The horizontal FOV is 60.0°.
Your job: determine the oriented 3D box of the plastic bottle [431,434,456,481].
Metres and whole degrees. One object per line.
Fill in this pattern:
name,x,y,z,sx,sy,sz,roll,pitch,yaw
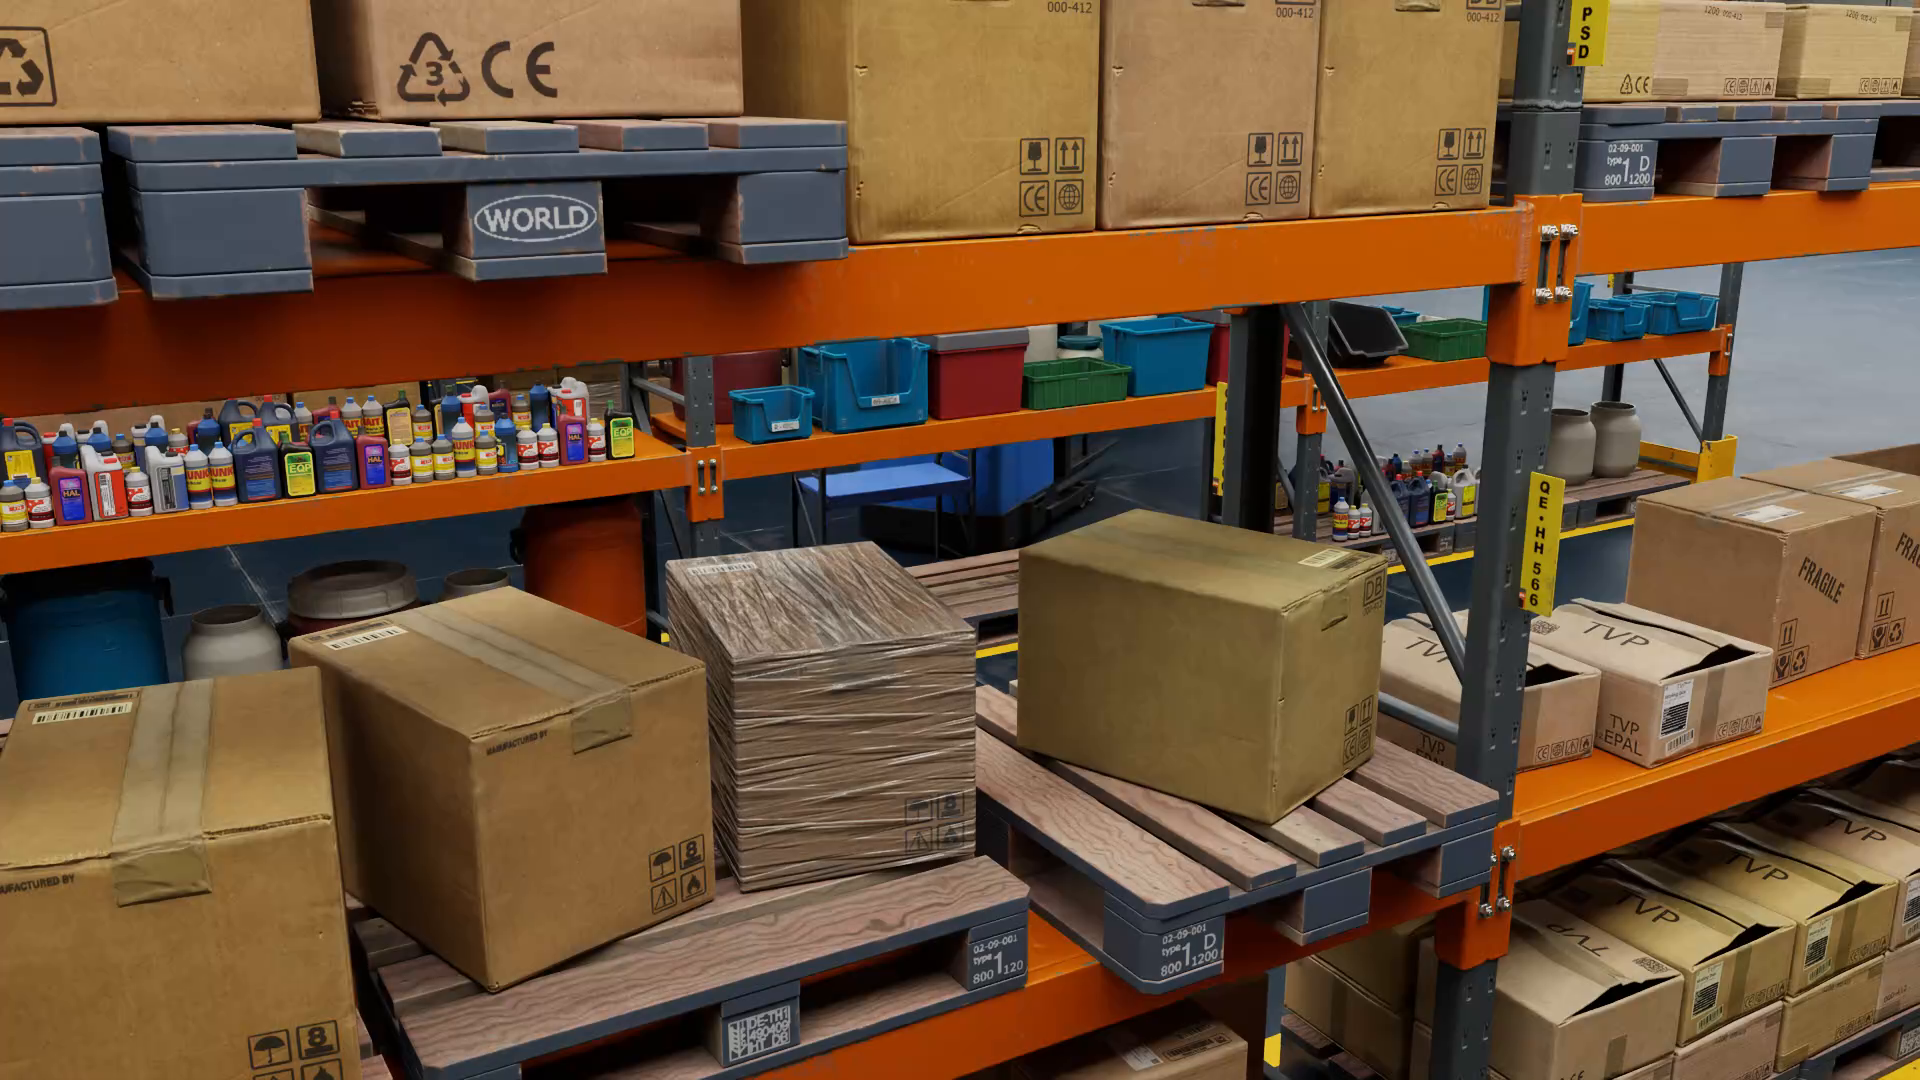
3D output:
plastic bottle,-2.354,-0.379,7.571,0.097,0.201,0.097,0,16,0

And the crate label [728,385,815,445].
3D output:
crate label,-0.950,-0.632,8.417,0.416,0.233,0.303,-9,18,-30

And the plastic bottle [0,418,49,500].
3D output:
plastic bottle,-4.081,-0.357,7.217,0.185,0.351,0.144,-9,18,-30

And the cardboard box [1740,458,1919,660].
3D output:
cardboard box,2.925,0.047,5.498,0.500,0.500,0.500,-9,18,-30

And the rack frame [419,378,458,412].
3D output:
rack frame,-4.055,-1.887,12.583,0.127,3.000,1.000,-9,18,-30

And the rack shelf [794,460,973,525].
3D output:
rack shelf,-0.480,-0.303,10.368,1.000,0.185,0.538,-8,18,-27

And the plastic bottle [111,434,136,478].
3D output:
plastic bottle,-3.815,-0.381,7.579,0.097,0.201,0.097,0,16,0

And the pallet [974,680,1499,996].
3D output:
pallet,0.499,0.609,4.037,1.003,0.211,1.213,-9,18,-30

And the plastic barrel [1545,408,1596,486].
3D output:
plastic barrel,4.399,-0.678,12.103,0.421,0.512,0.421,0,16,0

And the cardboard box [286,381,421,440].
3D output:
cardboard box,-4.657,-0.975,12.488,0.875,0.875,1.225,-10,19,-32

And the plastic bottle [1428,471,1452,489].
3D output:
plastic bottle,3.259,-0.329,11.259,0.135,0.276,0.152,-9,18,-30

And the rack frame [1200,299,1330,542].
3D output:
rack frame,1.925,-1.297,10.479,0.127,3.000,1.000,-9,18,-30

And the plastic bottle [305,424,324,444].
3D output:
plastic bottle,-2.843,-0.378,7.419,0.133,0.283,0.061,-9,18,-30

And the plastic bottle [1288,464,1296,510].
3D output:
plastic bottle,2.328,-0.389,11.334,0.185,0.351,0.144,-10,18,-31

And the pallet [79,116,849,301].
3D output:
pallet,-0.902,-0.611,2.824,1.003,0.211,1.213,-9,18,-30

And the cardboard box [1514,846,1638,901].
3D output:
cardboard box,1.808,1.054,5.370,0.500,0.311,0.500,-10,18,-31

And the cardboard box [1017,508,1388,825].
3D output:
cardboard box,0.562,0.269,3.929,0.700,0.500,0.500,13,20,38

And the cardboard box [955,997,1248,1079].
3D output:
cardboard box,0.317,1.230,3.893,0.500,0.250,0.500,-8,18,-28

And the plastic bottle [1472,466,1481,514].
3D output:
plastic bottle,3.516,-0.361,11.231,0.185,0.351,0.144,-8,18,-27

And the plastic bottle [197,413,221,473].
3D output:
plastic bottle,-3.471,-0.451,7.700,0.097,0.271,0.097,0,16,0

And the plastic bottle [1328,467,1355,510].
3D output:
plastic bottle,2.591,-0.349,11.330,0.135,0.276,0.152,-9,18,-30

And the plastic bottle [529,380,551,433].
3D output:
plastic bottle,-2.155,-0.684,8.530,0.097,0.271,0.097,0,16,0

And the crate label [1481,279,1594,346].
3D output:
crate label,3.915,-1.551,11.322,0.616,0.435,0.502,-9,18,-30

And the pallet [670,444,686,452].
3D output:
pallet,-2.340,-0.821,13.947,1.213,0.211,1.003,-9,18,-30

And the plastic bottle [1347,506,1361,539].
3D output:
plastic bottle,2.511,-0.118,10.644,0.097,0.201,0.097,0,16,0

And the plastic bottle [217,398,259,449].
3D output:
plastic bottle,-3.369,-0.518,7.790,0.185,0.351,0.144,-9,18,-30

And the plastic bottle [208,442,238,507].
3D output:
plastic bottle,-3.150,-0.283,7.101,0.097,0.271,0.097,0,16,0

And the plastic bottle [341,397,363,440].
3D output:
plastic bottle,-2.947,-0.555,8.072,0.097,0.271,0.097,0,16,0

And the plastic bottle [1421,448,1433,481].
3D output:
plastic bottle,3.345,-0.523,11.959,0.097,0.271,0.097,0,16,0

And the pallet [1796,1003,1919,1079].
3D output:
pallet,2.814,1.475,5.758,1.213,0.211,1.003,-9,18,-30

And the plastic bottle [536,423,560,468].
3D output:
plastic bottle,-1.937,-0.446,7.813,0.097,0.201,0.097,0,16,0

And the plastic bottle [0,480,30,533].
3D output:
plastic bottle,-3.829,-0.139,6.718,0.097,0.201,0.097,0,16,0

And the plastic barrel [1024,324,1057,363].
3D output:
plastic barrel,0.363,-1.178,9.803,0.433,0.535,0.433,0,16,0

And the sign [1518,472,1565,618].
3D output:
sign,1.331,0.011,3.816,0.005,0.325,0.100,-9,18,-30

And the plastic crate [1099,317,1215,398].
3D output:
plastic crate,1.139,-1.064,9.677,0.575,0.384,0.392,-9,18,-30

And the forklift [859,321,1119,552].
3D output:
forklift,0.373,-1.683,11.985,1.130,2.935,3.031,7,17,23

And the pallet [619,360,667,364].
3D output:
pallet,-3.716,-2.137,18.642,1.213,0.211,1.003,-9,18,-30

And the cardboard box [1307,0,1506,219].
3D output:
cardboard box,0.687,-1.018,3.742,0.500,0.500,0.910,-9,18,-30

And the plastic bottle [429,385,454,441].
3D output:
plastic bottle,-2.576,-0.627,8.305,0.133,0.283,0.061,-9,18,-30

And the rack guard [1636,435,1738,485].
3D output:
rack guard,5.313,-0.628,12.723,0.348,0.500,1.175,-9,18,-30

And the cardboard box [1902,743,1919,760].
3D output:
cardboard box,3.558,0.770,6.384,0.500,0.311,0.500,-9,18,-30

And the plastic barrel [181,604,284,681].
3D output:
plastic barrel,-3.321,0.583,7.604,0.421,0.512,0.421,0,16,0

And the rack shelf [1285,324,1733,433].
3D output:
rack shelf,3.639,-1.228,11.568,4.000,0.370,1.077,-9,18,-30

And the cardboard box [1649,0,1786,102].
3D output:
cardboard box,1.844,-1.322,4.510,0.500,0.250,0.500,-9,18,-28

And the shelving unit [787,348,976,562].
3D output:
shelving unit,-0.479,-0.475,10.318,1.048,1.500,0.538,-8,18,-27

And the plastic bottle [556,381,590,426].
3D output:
plastic bottle,-1.963,-0.660,8.439,0.135,0.276,0.152,-9,18,-30

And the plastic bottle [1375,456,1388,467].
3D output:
plastic bottle,2.911,-0.447,11.677,0.135,0.276,0.152,-9,18,-29

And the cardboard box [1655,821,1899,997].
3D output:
cardboard box,2.528,1.107,5.179,0.500,0.311,0.500,-10,18,-31

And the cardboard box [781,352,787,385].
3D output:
cardboard box,-1.582,-1.309,14.337,0.500,0.500,0.700,-9,18,-30

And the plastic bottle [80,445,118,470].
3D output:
plastic bottle,-3.624,-0.265,7.028,0.135,0.276,0.152,-9,18,-30

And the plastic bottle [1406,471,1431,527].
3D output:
plastic bottle,2.992,-0.276,10.928,0.185,0.351,0.144,-10,19,-32

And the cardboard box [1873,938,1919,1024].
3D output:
cardboard box,2.957,1.308,5.503,0.500,0.250,0.500,-9,18,-29

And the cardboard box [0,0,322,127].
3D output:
cardboard box,-1.354,-0.932,2.472,0.600,0.600,0.600,-9,18,-30
